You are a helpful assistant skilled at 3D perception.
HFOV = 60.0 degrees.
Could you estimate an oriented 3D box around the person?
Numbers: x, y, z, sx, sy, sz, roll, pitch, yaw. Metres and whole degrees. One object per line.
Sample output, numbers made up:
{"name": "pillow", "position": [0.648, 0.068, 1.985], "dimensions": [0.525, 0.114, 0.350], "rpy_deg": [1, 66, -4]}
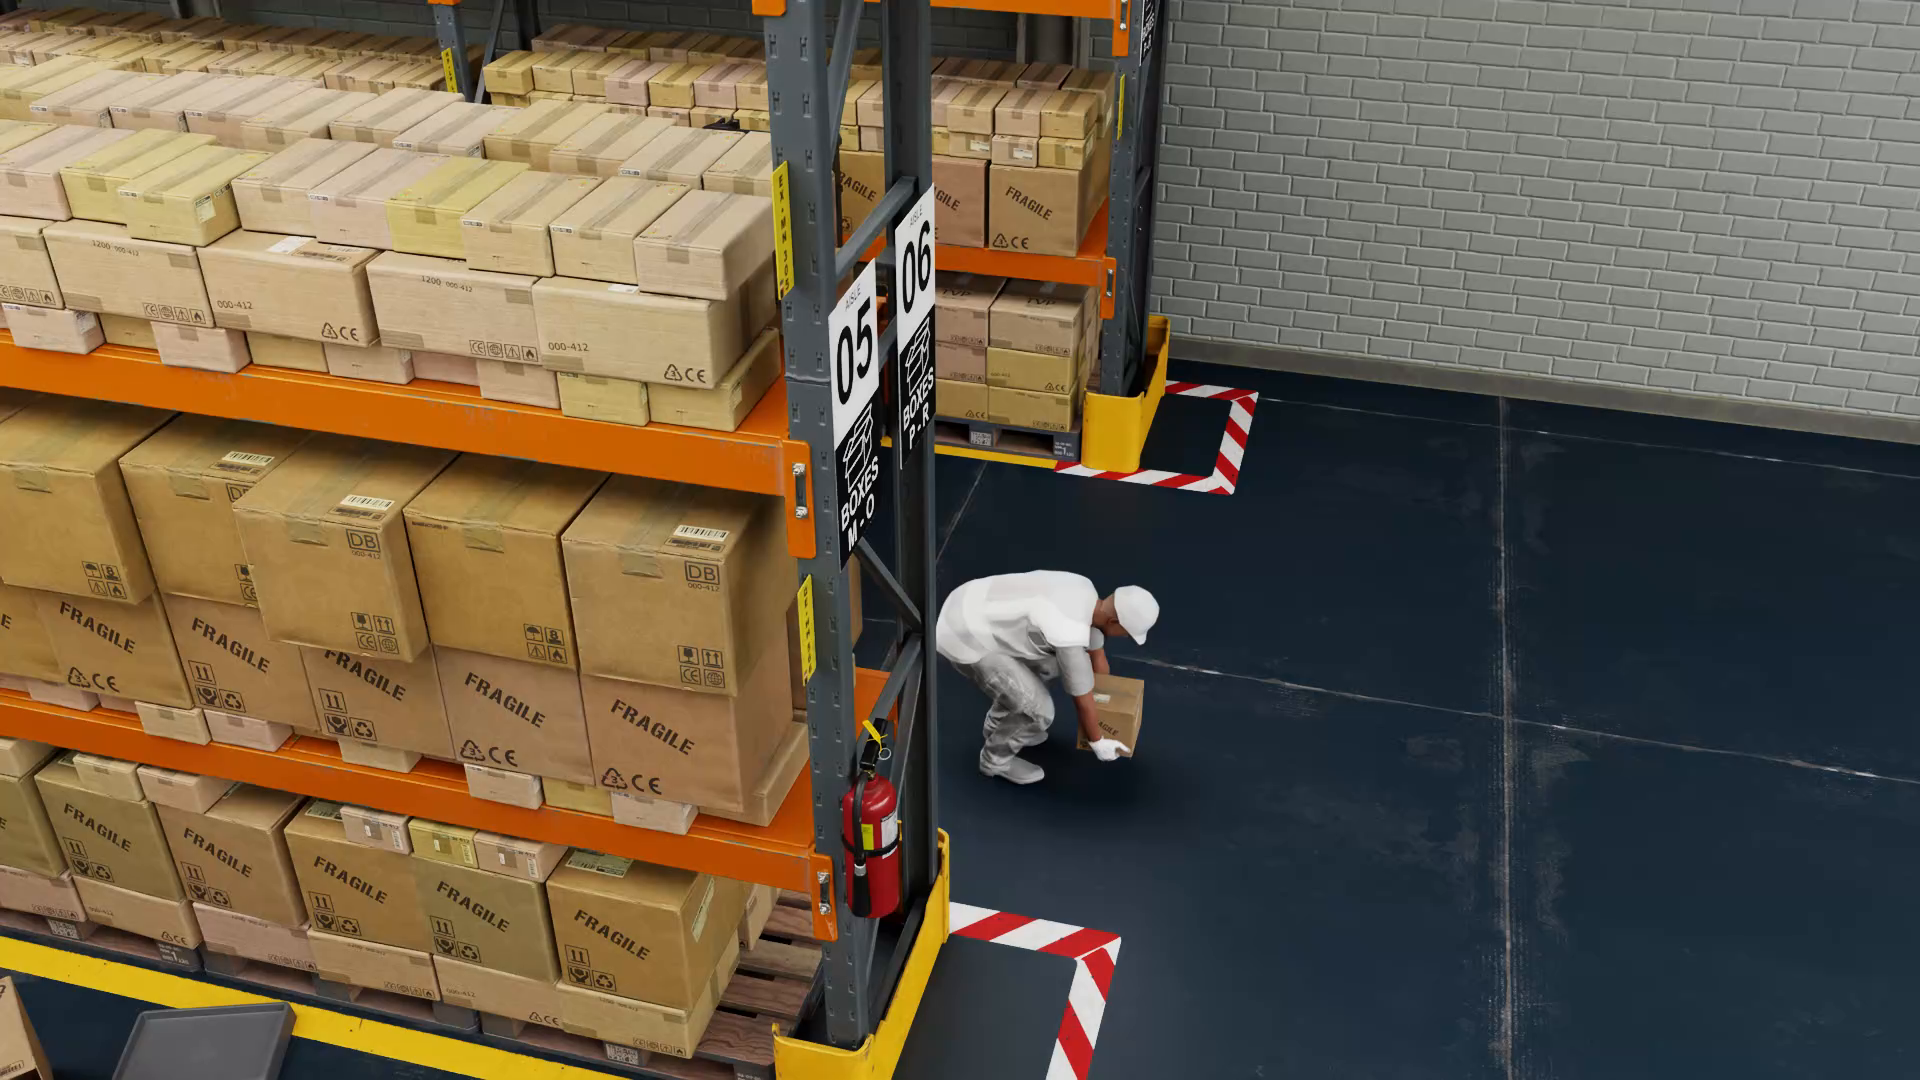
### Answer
{"name": "person", "position": [0.384, 0.598, 7.426], "dimensions": [0.954, 1.007, 0.522], "rpy_deg": [7, 33, 10]}
